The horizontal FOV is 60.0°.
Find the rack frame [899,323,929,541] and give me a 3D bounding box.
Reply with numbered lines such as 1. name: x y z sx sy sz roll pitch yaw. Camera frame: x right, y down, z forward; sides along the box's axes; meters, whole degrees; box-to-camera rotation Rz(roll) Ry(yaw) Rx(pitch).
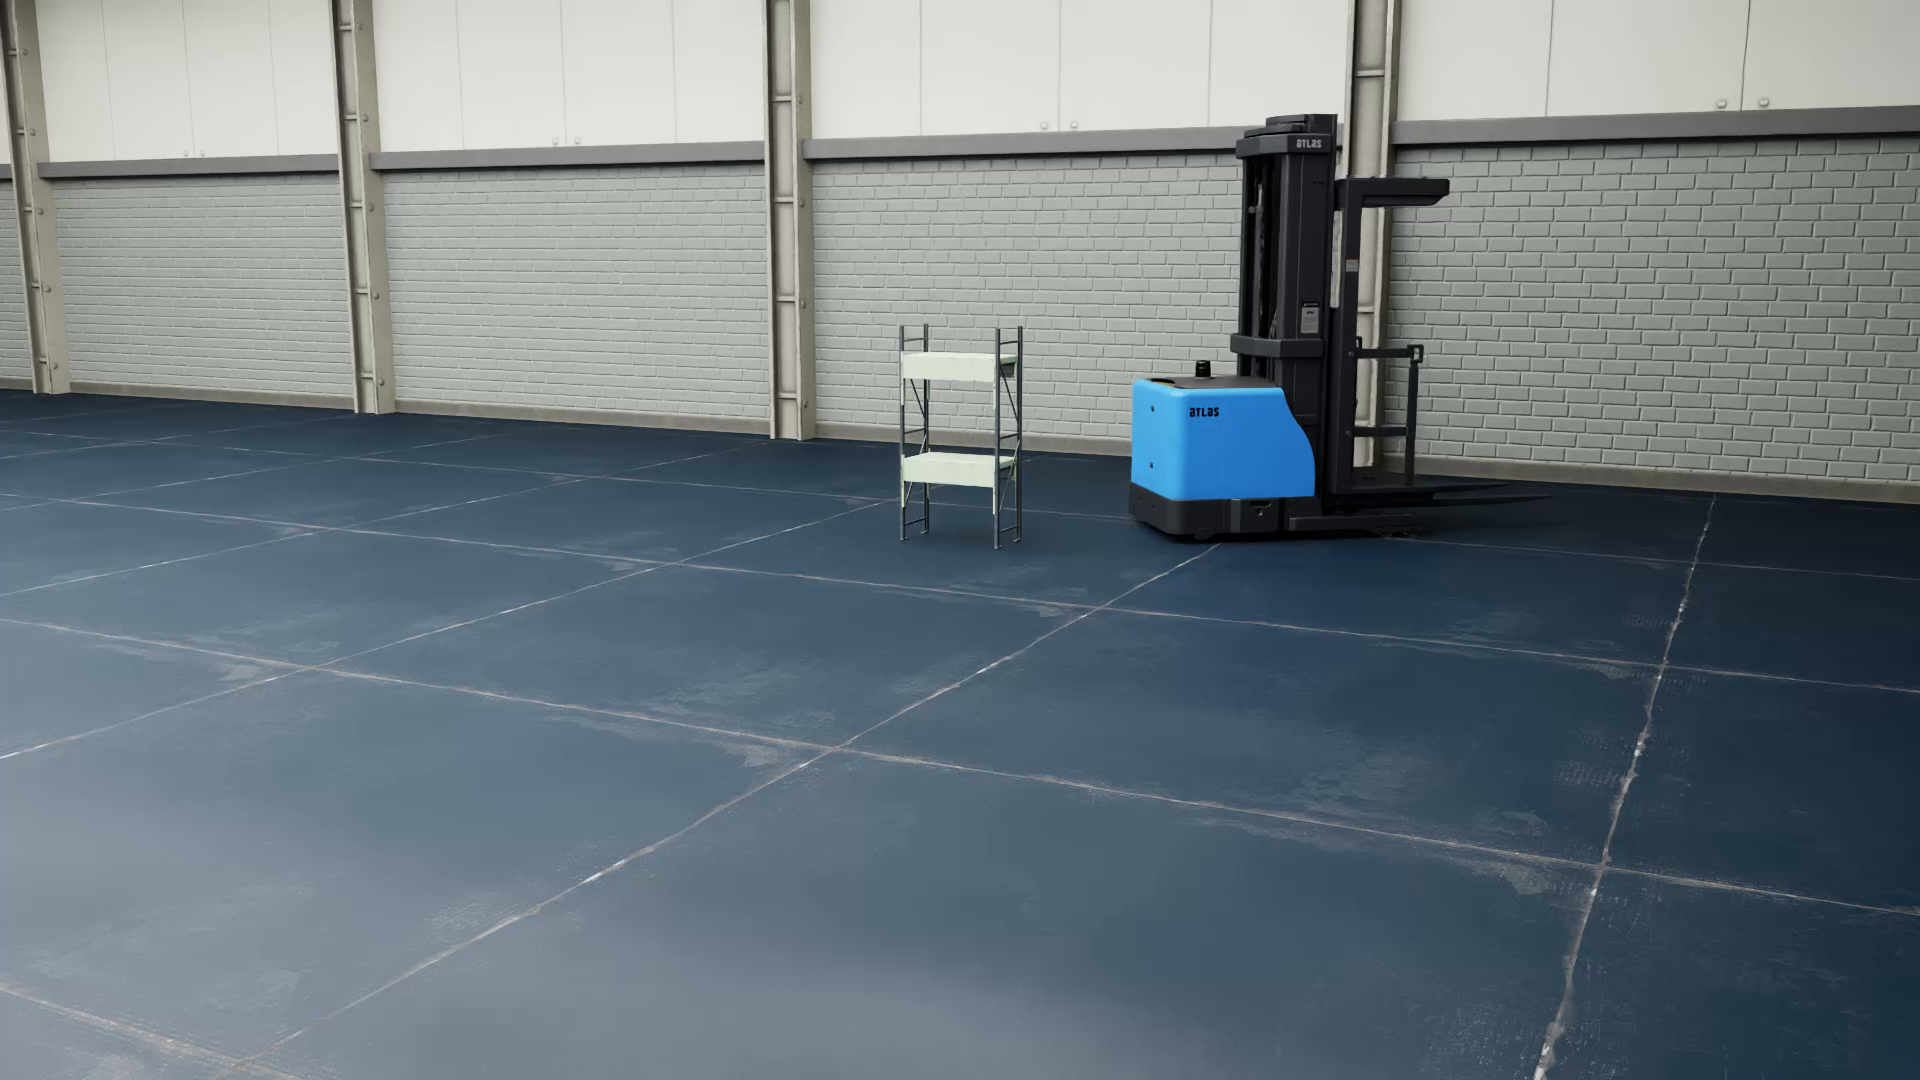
1. rack frame: -0.322 -0.766 11.753 0.023 1.500 0.400 5 11 26

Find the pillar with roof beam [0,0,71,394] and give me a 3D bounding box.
1. pillar with roof beam: -14.445 -5.778 18.390 0.400 9.000 9.100 5 11 26

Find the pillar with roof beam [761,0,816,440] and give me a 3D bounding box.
1. pillar with roof beam: -3.684 -4.833 13.165 0.400 9.000 9.100 5 11 26

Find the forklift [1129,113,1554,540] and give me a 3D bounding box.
1. forklift: 2.833 -1.550 12.066 3.031 2.935 1.130 -2 10 -11

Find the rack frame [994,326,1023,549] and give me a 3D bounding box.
1. rack frame: 0.334 -0.709 11.434 0.023 1.500 0.400 5 11 26

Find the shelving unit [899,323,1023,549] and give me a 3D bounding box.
1. shelving unit: 0.006 -0.737 11.594 0.755 1.500 0.431 5 11 26

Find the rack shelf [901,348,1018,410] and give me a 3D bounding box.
1. rack shelf: 0.006 -1.122 11.524 0.720 0.370 0.431 5 11 26

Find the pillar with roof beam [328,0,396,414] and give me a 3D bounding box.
1. pillar with roof beam: -9.064 -5.306 15.778 0.400 9.000 9.100 5 11 26

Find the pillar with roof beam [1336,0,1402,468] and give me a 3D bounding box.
1. pillar with roof beam: 1.697 -4.360 10.553 0.400 9.000 9.100 5 11 26

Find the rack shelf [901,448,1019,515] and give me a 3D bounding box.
1. rack shelf: 0.006 -0.417 11.652 0.720 0.370 0.431 5 11 26
